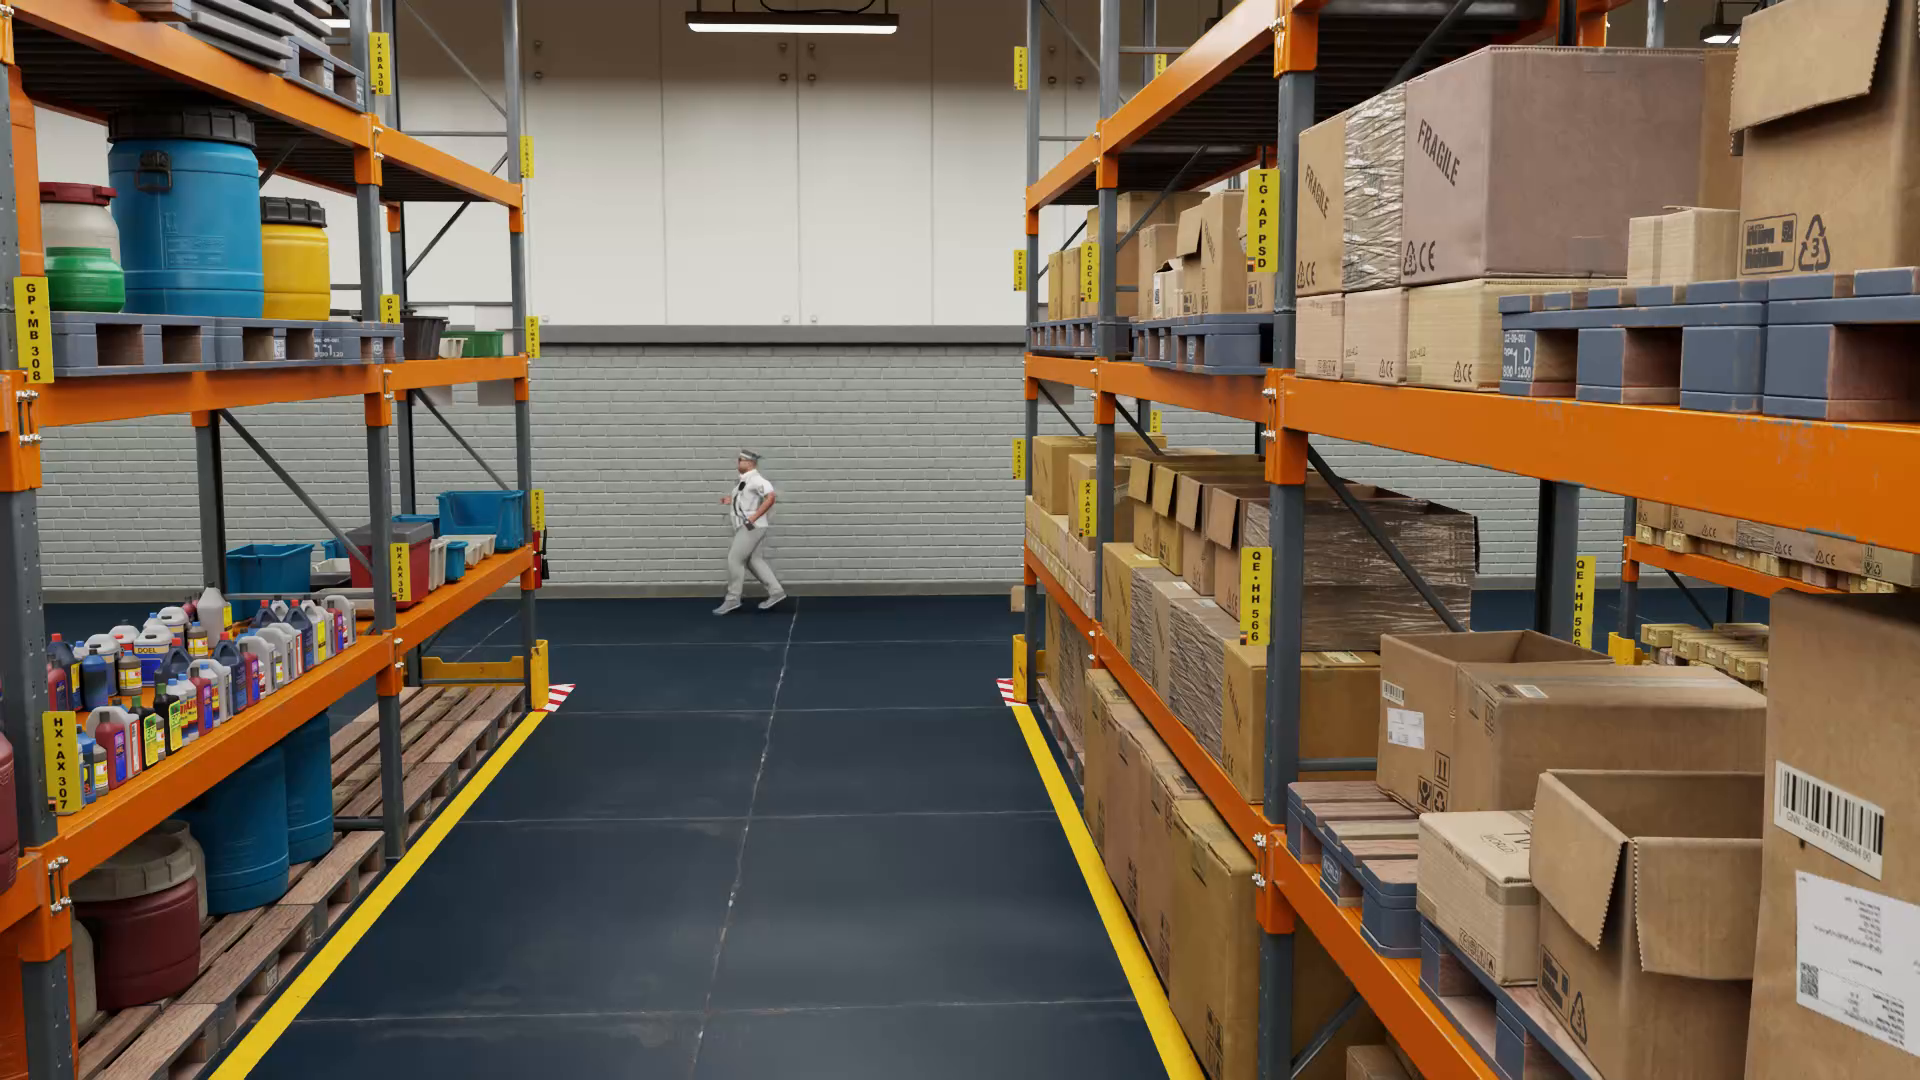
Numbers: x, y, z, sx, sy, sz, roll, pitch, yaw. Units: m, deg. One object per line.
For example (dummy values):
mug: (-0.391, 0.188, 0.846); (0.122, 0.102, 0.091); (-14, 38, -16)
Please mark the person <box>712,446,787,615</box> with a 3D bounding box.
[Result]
person: (-2.284, -0.110, 17.953); (0.807, 1.805, 0.659); (-1, 7, -9)
